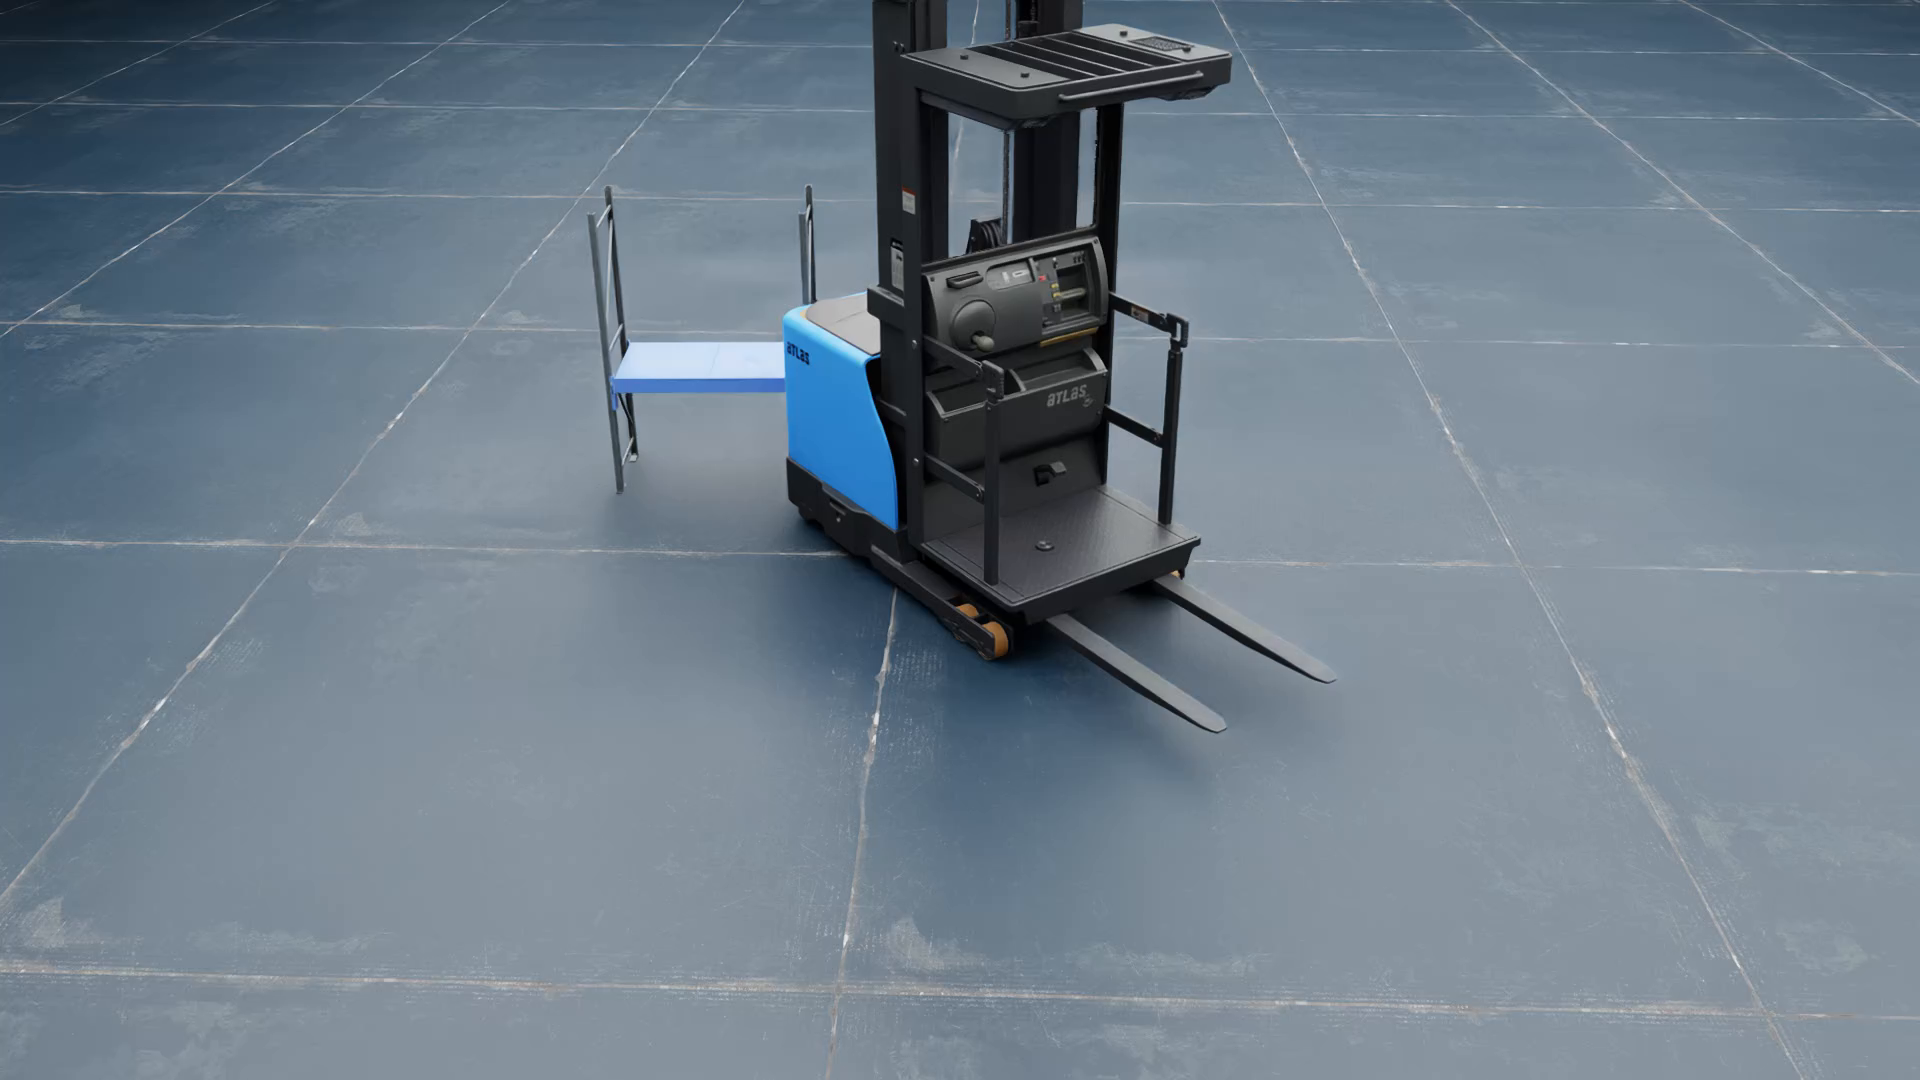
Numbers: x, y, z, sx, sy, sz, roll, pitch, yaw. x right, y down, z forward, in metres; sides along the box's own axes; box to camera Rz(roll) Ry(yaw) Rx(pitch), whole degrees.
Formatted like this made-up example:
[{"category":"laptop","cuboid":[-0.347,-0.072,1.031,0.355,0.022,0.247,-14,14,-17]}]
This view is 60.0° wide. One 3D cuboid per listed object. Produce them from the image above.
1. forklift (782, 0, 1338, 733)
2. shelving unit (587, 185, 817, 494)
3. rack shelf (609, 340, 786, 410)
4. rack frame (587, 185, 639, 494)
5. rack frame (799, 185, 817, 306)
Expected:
[{"category":"forklift","cuboid":[0.382,-1.028,7.059,1.130,2.935,3.031,-18,33,-31]},{"category":"shelving unit","cuboid":[-1.273,-1.024,8.580,1.048,1.500,0.538,0,28,-1]},{"category":"rack shelf","cuboid":[-1.273,-0.865,8.665,1.000,0.185,0.538,0,28,-1]},{"category":"rack frame","cuboid":[-1.782,-1.022,8.576,0.032,1.500,0.500,0,28,-1]},{"category":"rack frame","cuboid":[-0.765,-1.027,8.585,0.032,1.500,0.500,0,28,-1]}]
